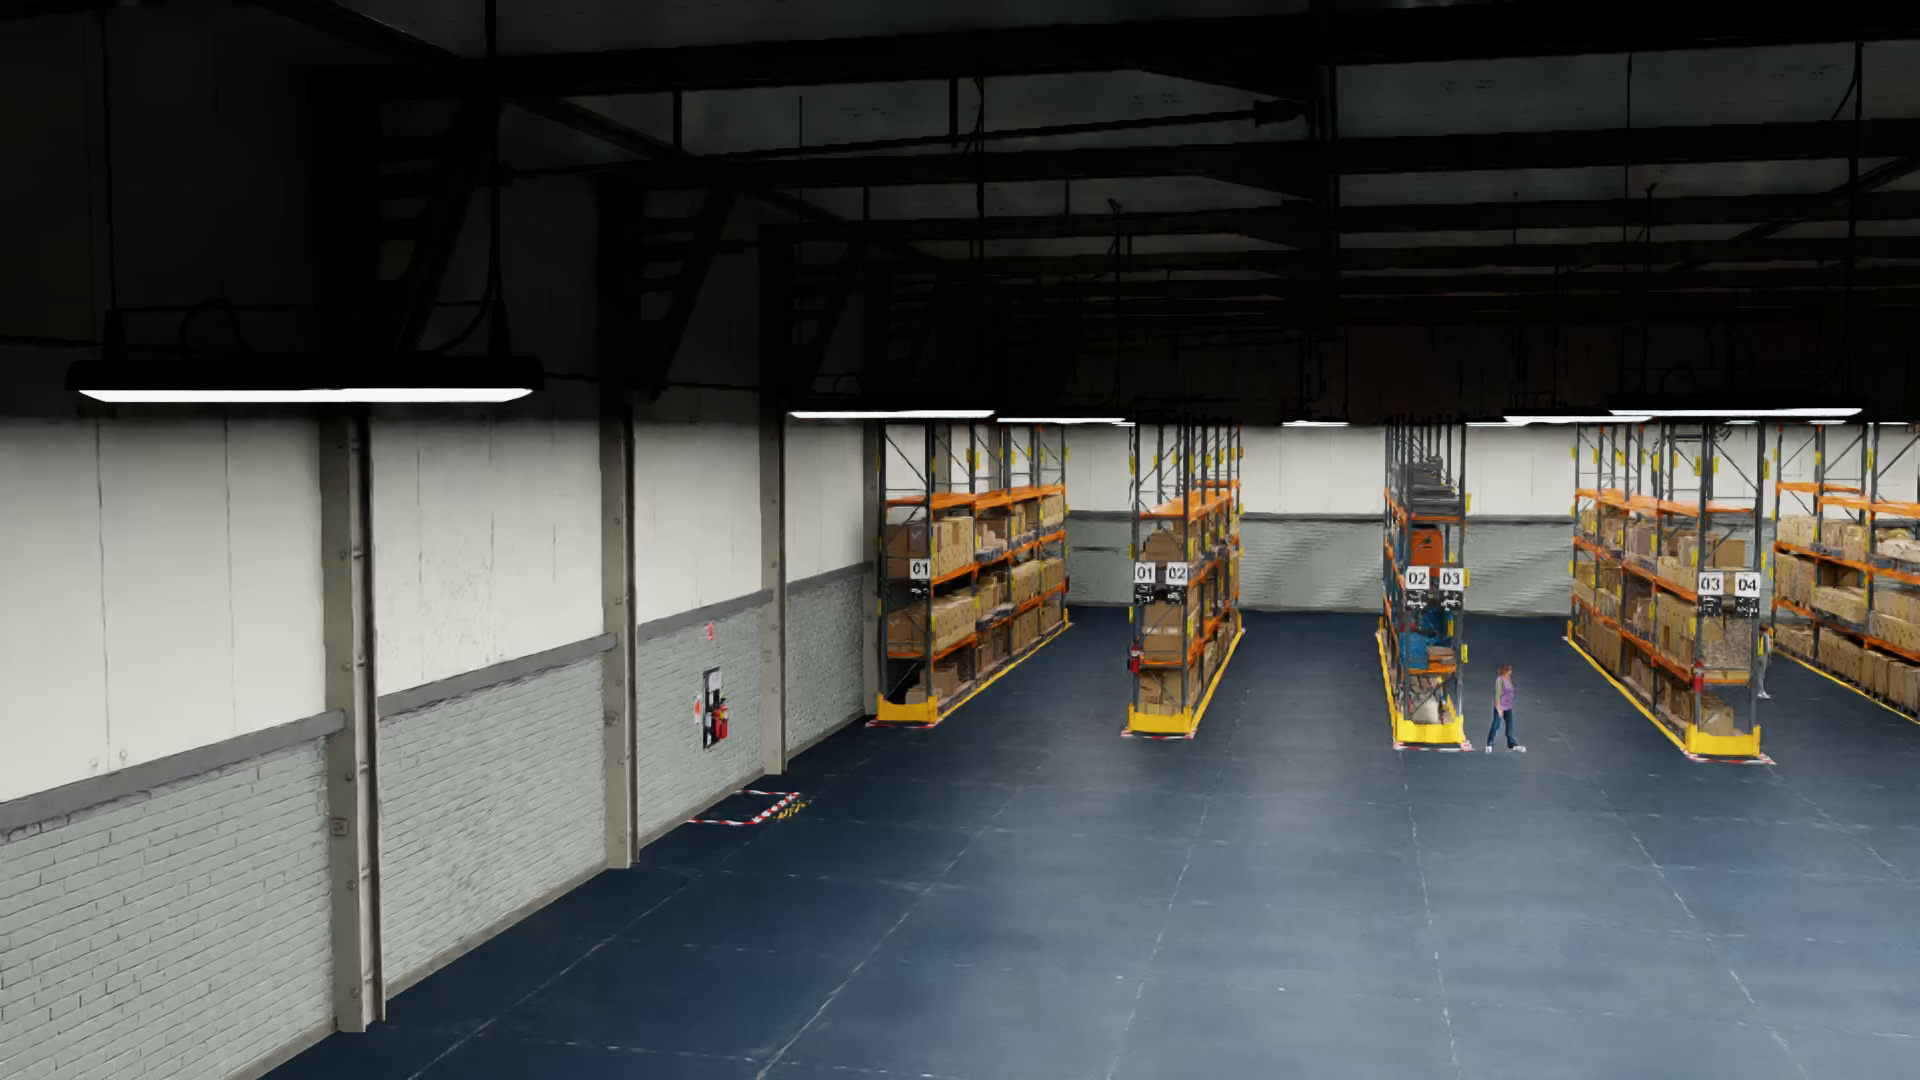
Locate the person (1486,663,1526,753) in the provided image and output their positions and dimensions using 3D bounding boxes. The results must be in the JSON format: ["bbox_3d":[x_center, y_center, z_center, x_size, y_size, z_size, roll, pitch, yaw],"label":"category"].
[{"bbox_3d":[9.557,2.942,29.181,0.638,1.588,0.529,-3,5,-41],"label":"person"}]

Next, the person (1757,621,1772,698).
[{"bbox_3d":[17.065,2.520,35.315,0.419,1.603,0.504,-1,4,-14],"label":"person"}]
